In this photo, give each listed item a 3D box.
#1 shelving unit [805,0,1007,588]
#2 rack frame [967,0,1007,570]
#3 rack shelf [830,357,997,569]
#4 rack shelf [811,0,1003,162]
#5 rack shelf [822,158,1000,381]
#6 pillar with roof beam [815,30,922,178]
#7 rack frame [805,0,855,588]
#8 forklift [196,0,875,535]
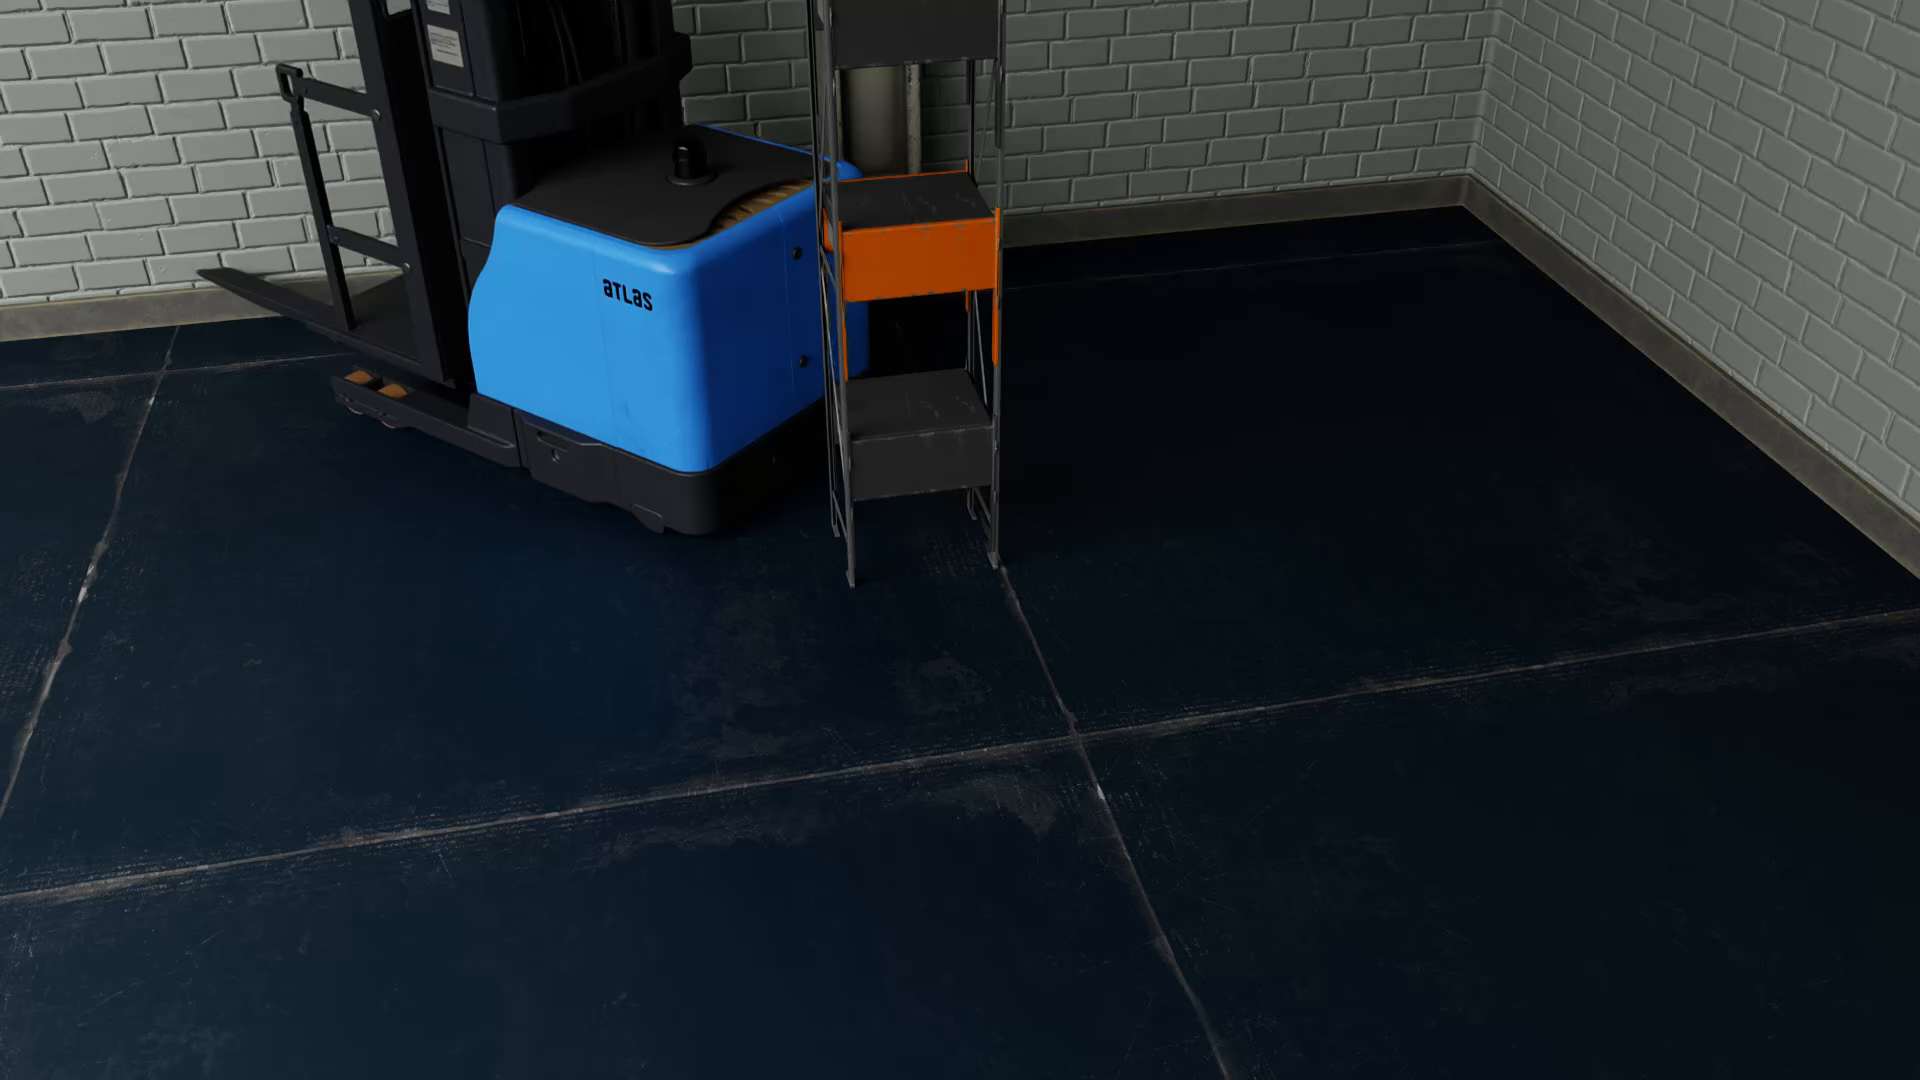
[{"bbox_3d":[-0.161,-0.852,5.135,0.503,2.100,0.431,-7,35,-11],"label":"shelving unit"},{"bbox_3d":[0.077,-0.882,5.179,0.015,2.100,0.400,-7,35,-11],"label":"rack frame"},{"bbox_3d":[-0.161,-0.259,5.532,0.480,0.518,0.431,-7,35,-11],"label":"rack shelf"},{"bbox_3d":[-0.161,-1.421,4.752,0.480,0.518,0.431,-7,35,-11],"label":"rack shelf"},{"bbox_3d":[-0.161,-0.840,5.142,0.480,0.518,0.431,-7,35,-11],"label":"rack shelf"},{"bbox_3d":[0.558,-2.621,1.581,0.400,9.000,9.100,-7,35,-11],"label":"pillar with roof beam"},{"bbox_3d":[-0.399,-0.822,5.090,0.015,2.100,0.400,-7,35,-11],"label":"rack frame"},{"bbox_3d":[-1.823,-1.867,5.902,3.031,2.935,1.130,21,39,28],"label":"forklift"}]
